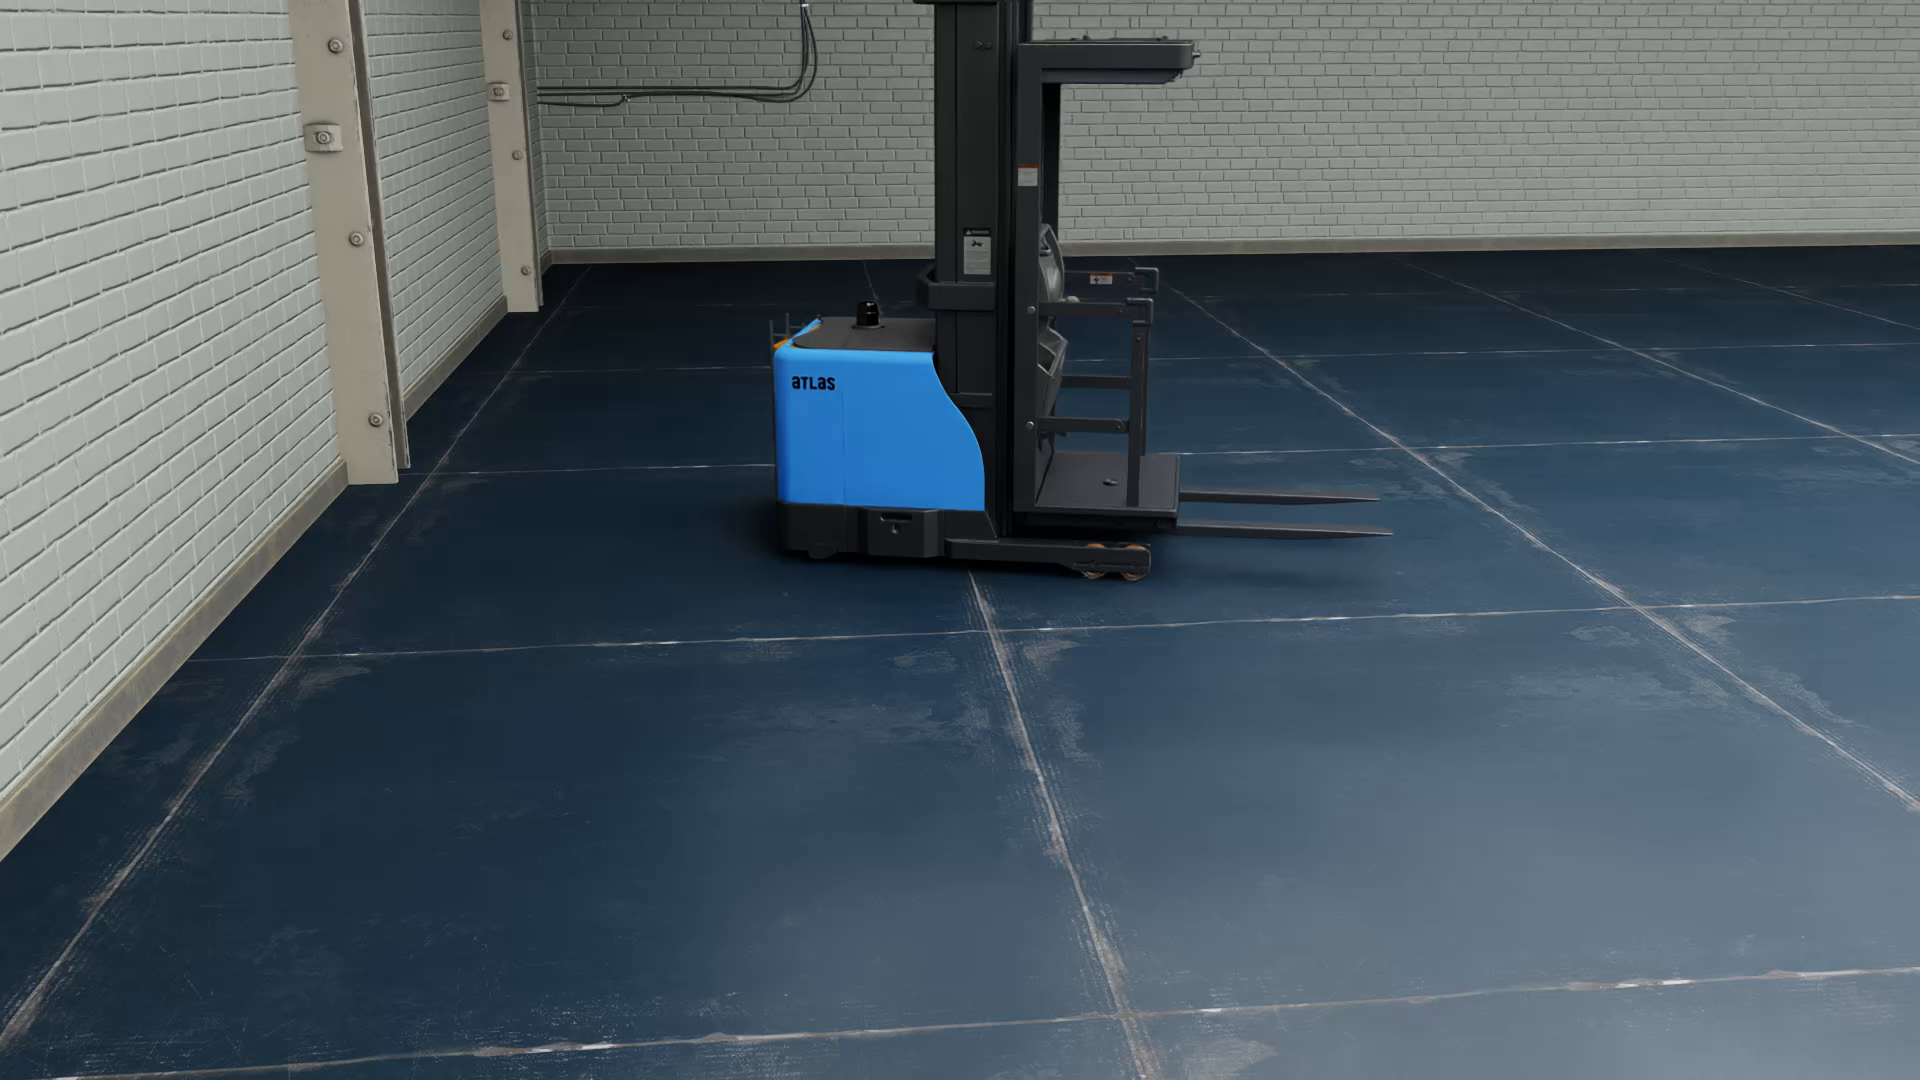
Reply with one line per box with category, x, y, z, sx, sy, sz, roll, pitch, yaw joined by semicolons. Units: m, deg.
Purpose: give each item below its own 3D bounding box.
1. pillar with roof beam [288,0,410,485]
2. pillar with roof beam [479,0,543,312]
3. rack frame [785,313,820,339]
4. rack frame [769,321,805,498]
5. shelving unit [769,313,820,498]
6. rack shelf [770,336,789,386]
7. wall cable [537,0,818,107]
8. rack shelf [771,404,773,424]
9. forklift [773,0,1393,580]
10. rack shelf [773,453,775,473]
pillar with roof beam;0.809;-4.813;8.983;9.100;9.000;0.400;-2;18;-6
pillar with roof beam;0.190;-6.600;14.677;9.100;9.000;0.400;-2;18;-6
rack frame;-0.862;-0.738;9.274;0.200;1.050;0.008;5;18;14
rack frame;-0.925;-0.667;9.049;0.200;1.050;0.008;5;18;14
shelving unit;-0.893;-0.702;9.162;0.215;1.050;0.252;5;18;14
rack shelf;-0.893;-0.963;9.080;0.215;0.259;0.240;5;18;14
wall cable;-3.081;-5.904;17.645;3.097;2.526;0.112;-2;18;-6
rack shelf;-0.893;-0.692;9.165;0.215;0.259;0.240;5;18;14
forklift;0.637;-1.376;8.166;3.031;2.935;1.130;2;18;8
rack shelf;-0.893;-0.427;9.248;0.215;0.259;0.240;5;18;14
